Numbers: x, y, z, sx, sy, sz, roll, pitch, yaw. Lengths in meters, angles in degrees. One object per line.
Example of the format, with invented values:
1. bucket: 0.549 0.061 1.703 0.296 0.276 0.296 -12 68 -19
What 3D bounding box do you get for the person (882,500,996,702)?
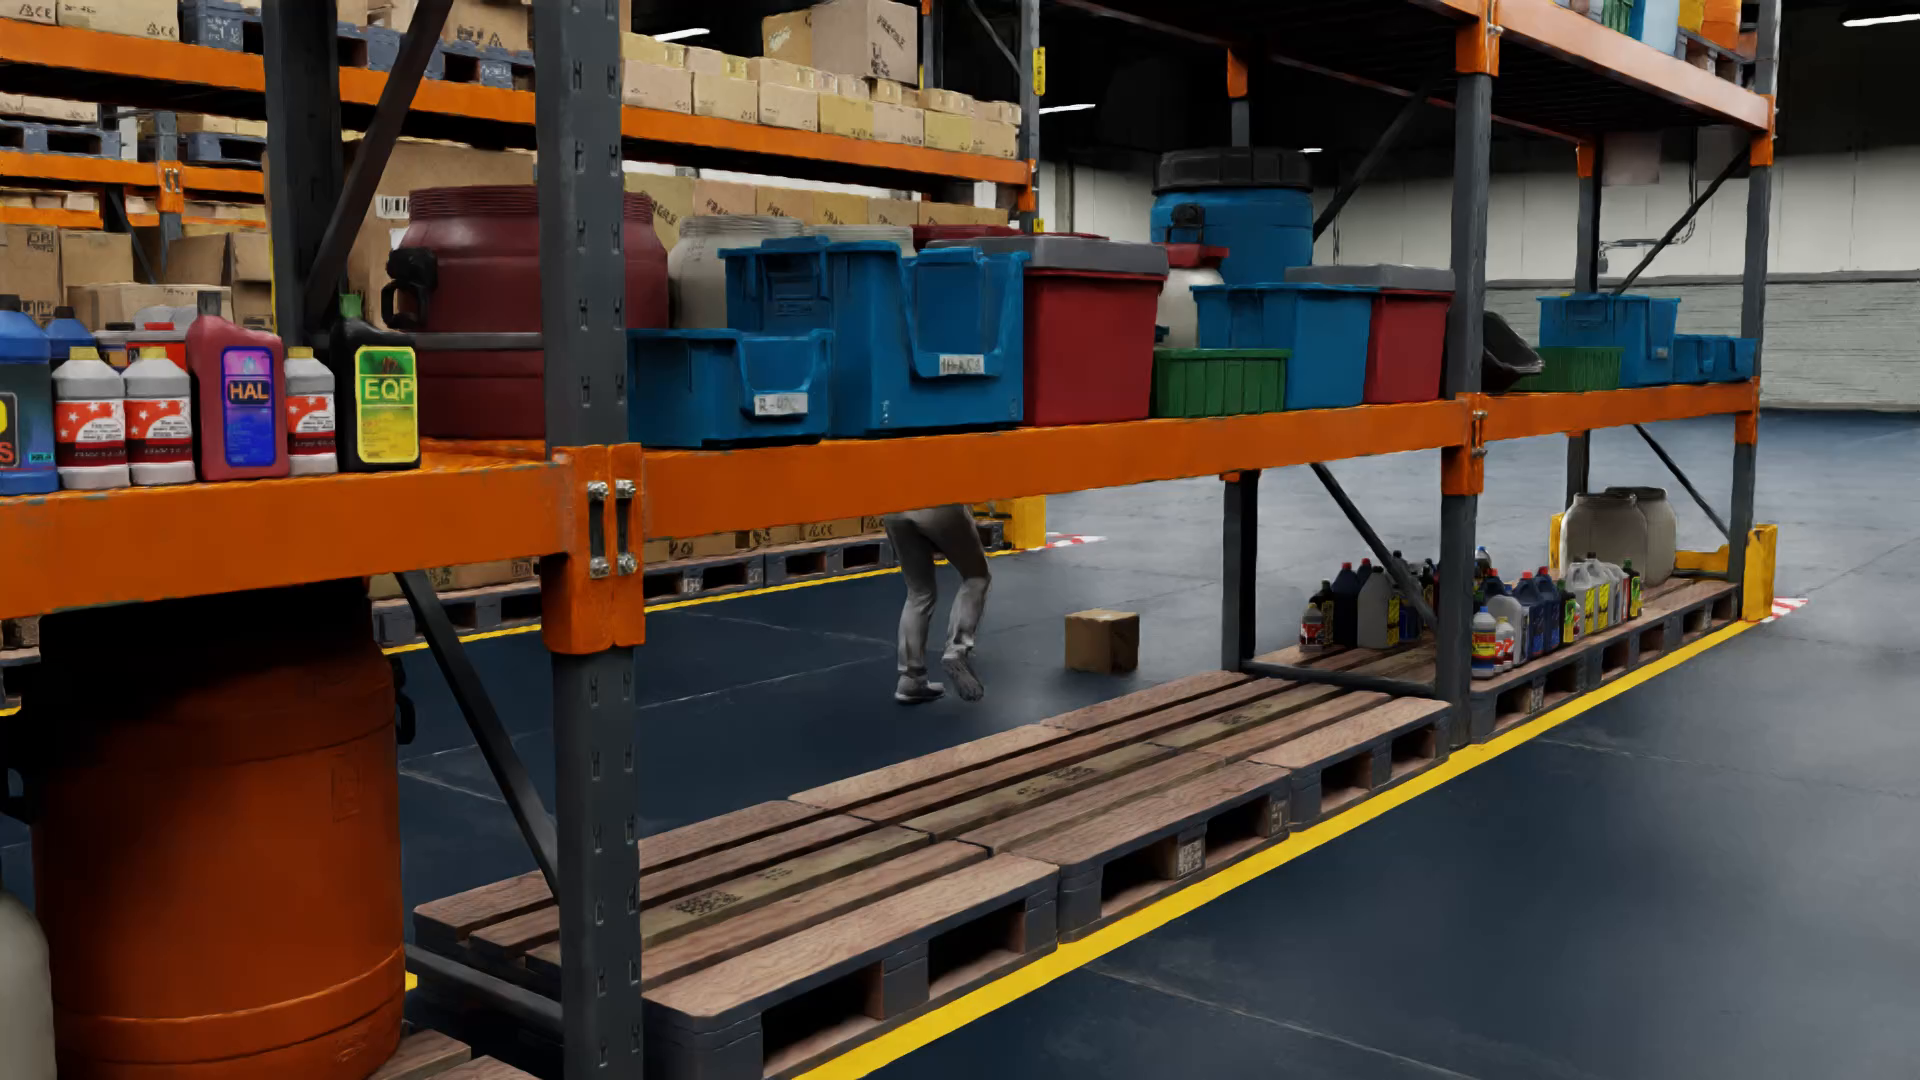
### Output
1. person: -0.139 -0.141 6.959 0.657 1.666 0.471 4 8 29
